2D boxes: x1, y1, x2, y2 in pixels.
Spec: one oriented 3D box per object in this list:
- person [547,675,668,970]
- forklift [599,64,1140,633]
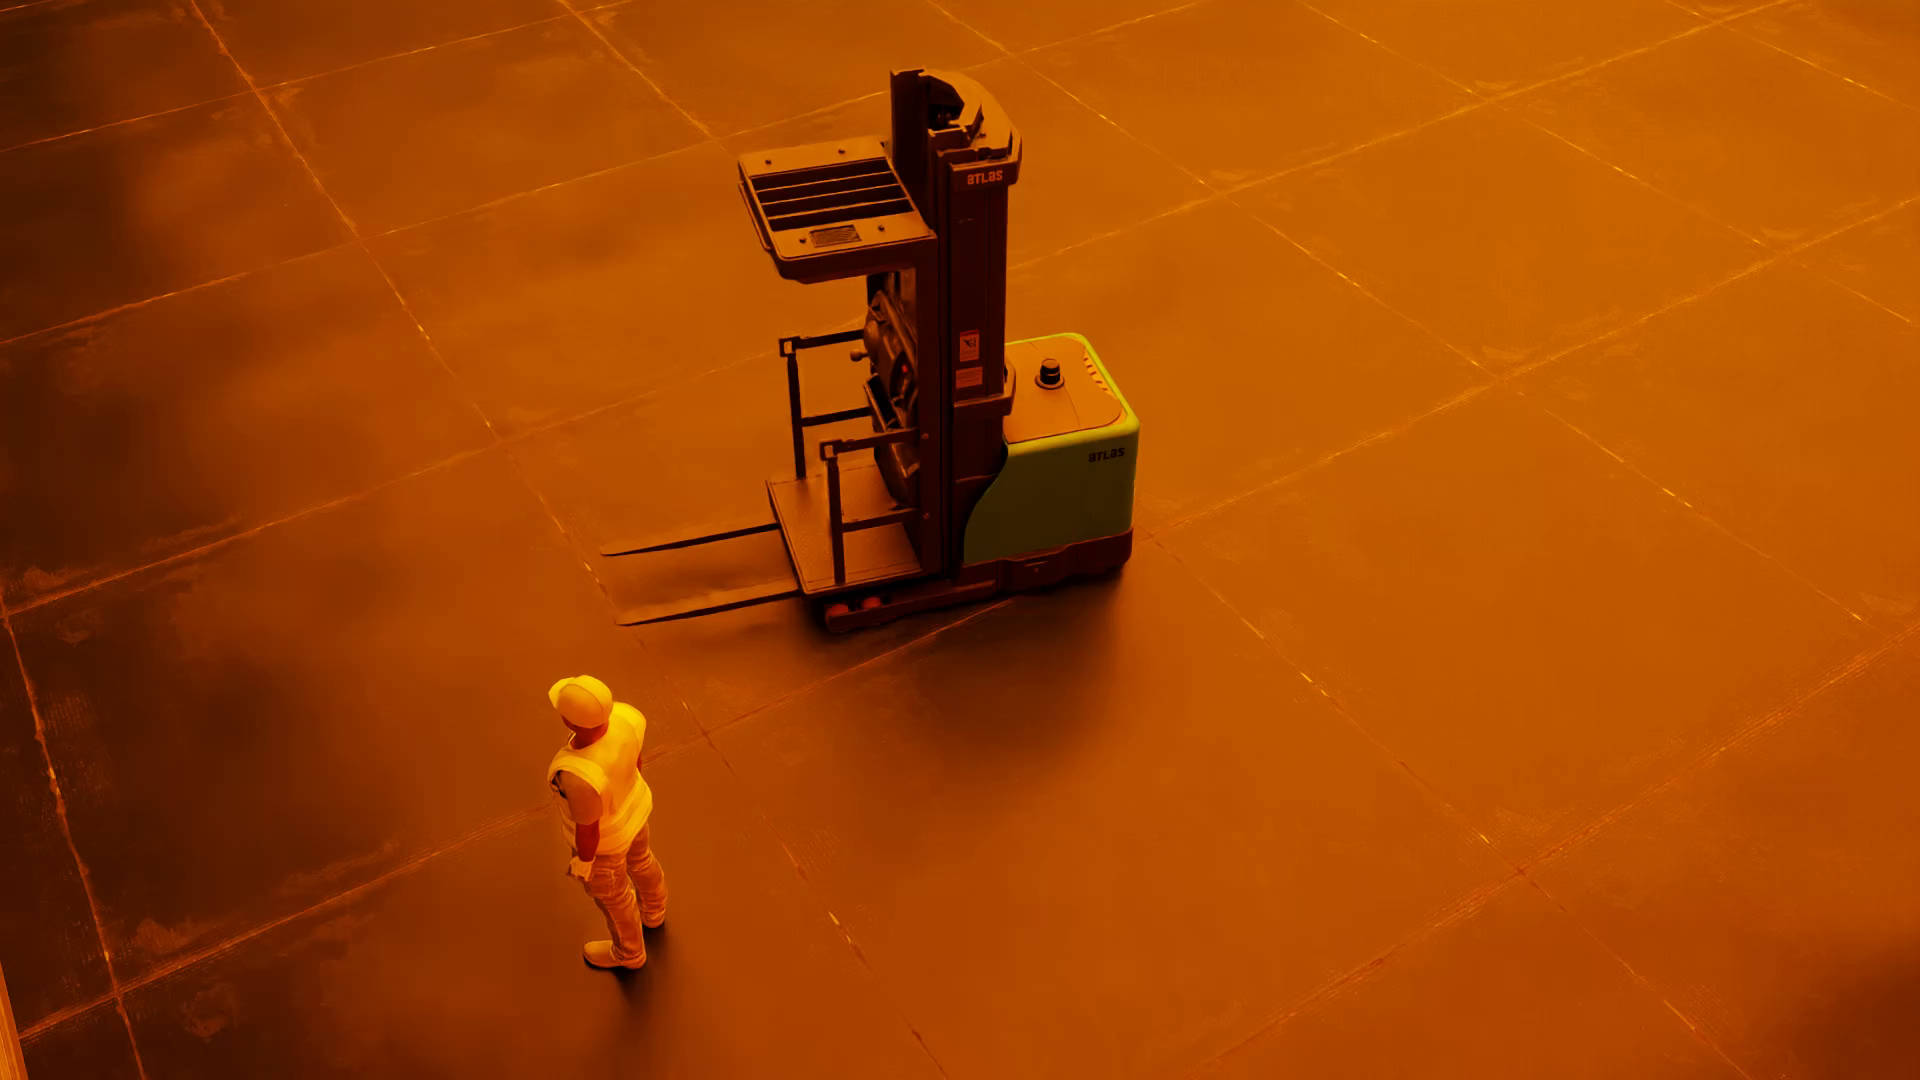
[{"bbox_3d":[-1.572,1.238,7.325,0.385,1.789,0.542,13,43,14],"label":"person"},{"bbox_3d":[-0.560,-0.963,8.973,3.031,2.935,1.130,-11,42,-13],"label":"forklift"}]
